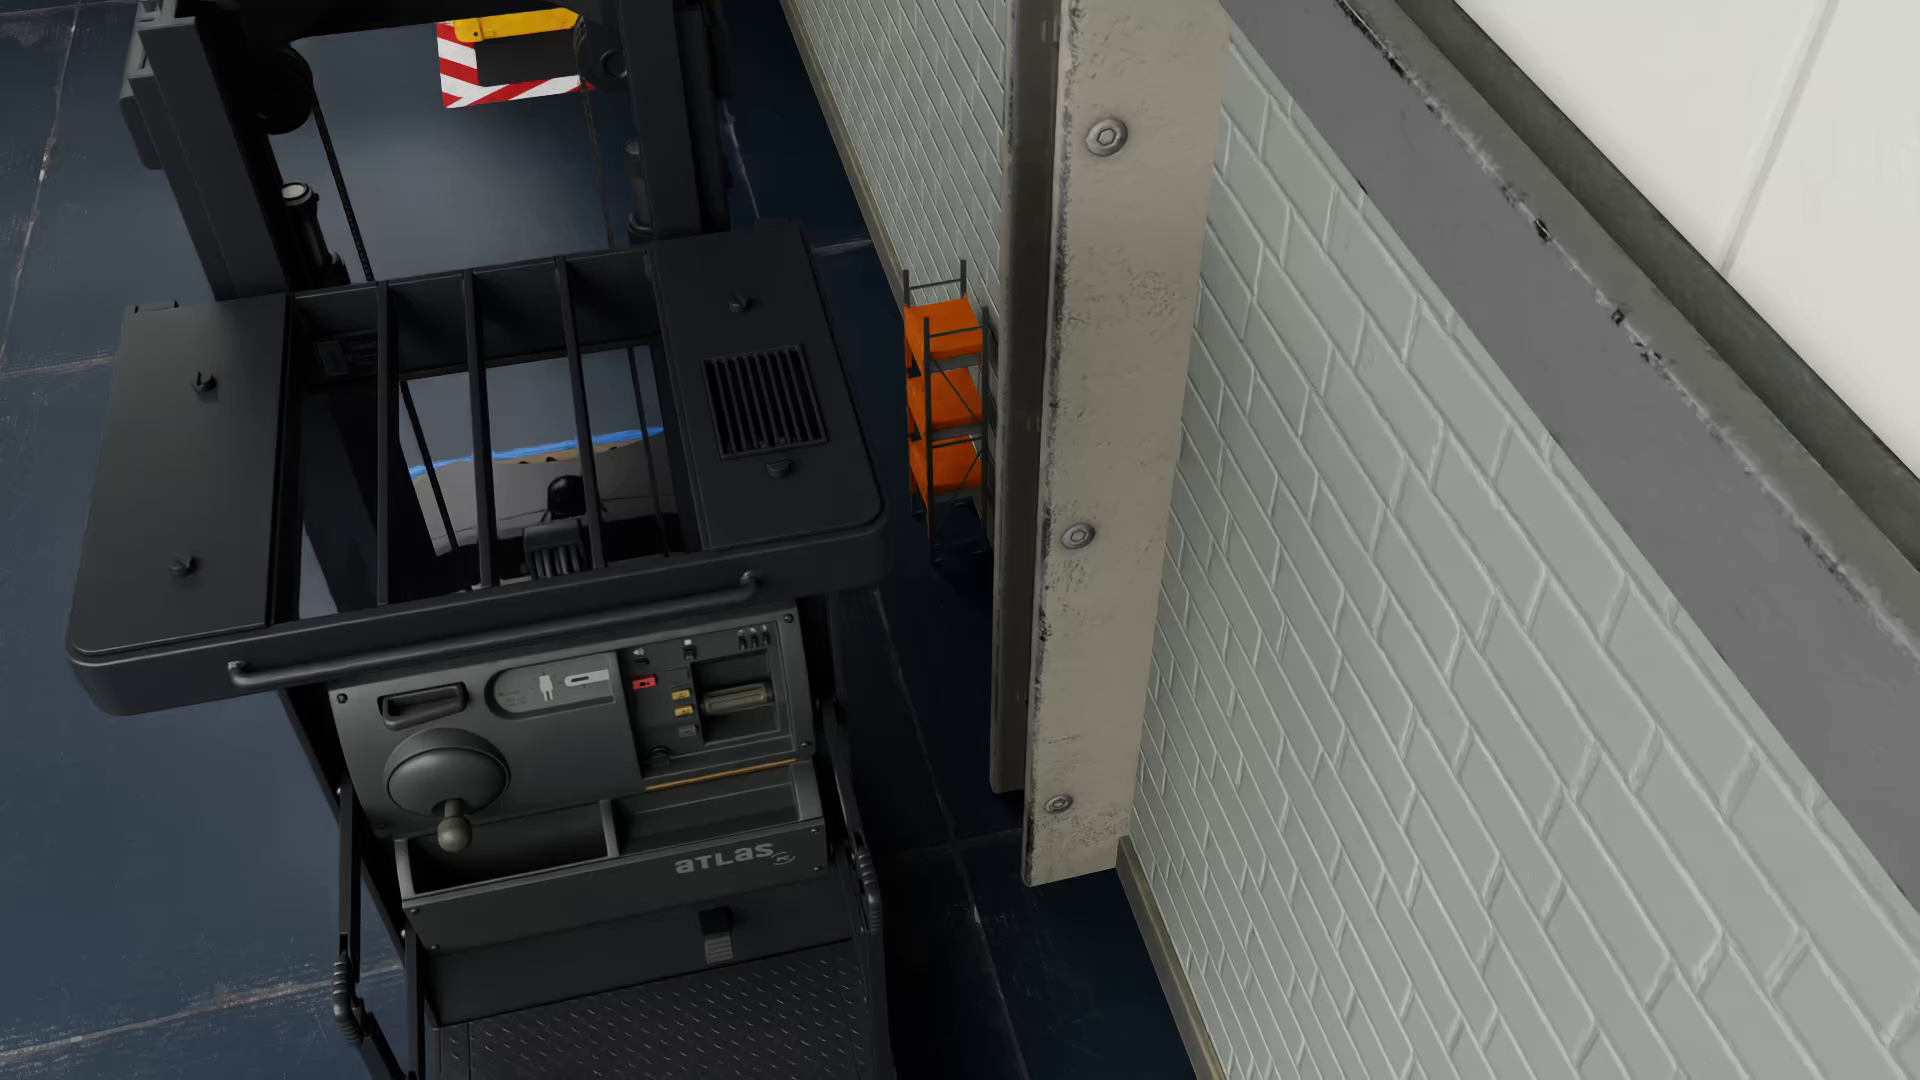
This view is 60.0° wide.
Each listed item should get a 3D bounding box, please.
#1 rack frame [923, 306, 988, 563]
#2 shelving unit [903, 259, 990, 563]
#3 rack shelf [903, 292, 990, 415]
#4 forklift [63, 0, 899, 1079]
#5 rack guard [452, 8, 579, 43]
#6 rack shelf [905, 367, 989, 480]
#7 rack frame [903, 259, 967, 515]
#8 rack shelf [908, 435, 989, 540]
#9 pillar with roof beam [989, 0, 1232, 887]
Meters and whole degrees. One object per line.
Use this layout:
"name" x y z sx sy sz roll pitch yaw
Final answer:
"rack frame" -0.009 -0.309 5.317 0.200 1.050 0.008 -12 47 -11
"shelving unit" -0.042 -0.393 5.399 0.215 1.050 0.252 -12 47 -11
"rack shelf" -0.044 -0.584 5.204 0.215 0.259 0.240 -12 47 -11
"forklift" -0.721 0.472 3.236 1.130 2.935 3.031 -10 46 -10
"rack guard" -1.936 -2.823 8.167 1.175 0.500 0.348 -11 47 -10
"rack shelf" -0.042 -0.386 5.407 0.215 0.259 0.240 -12 47 -11
"rack frame" -0.075 -0.477 5.482 0.200 1.050 0.008 -12 47 -11
"rack shelf" -0.041 -0.192 5.606 0.215 0.259 0.240 -12 47 -11
"pillar with roof beam" -3.875 -1.530 0.949 9.100 9.000 0.400 -11 47 -10
